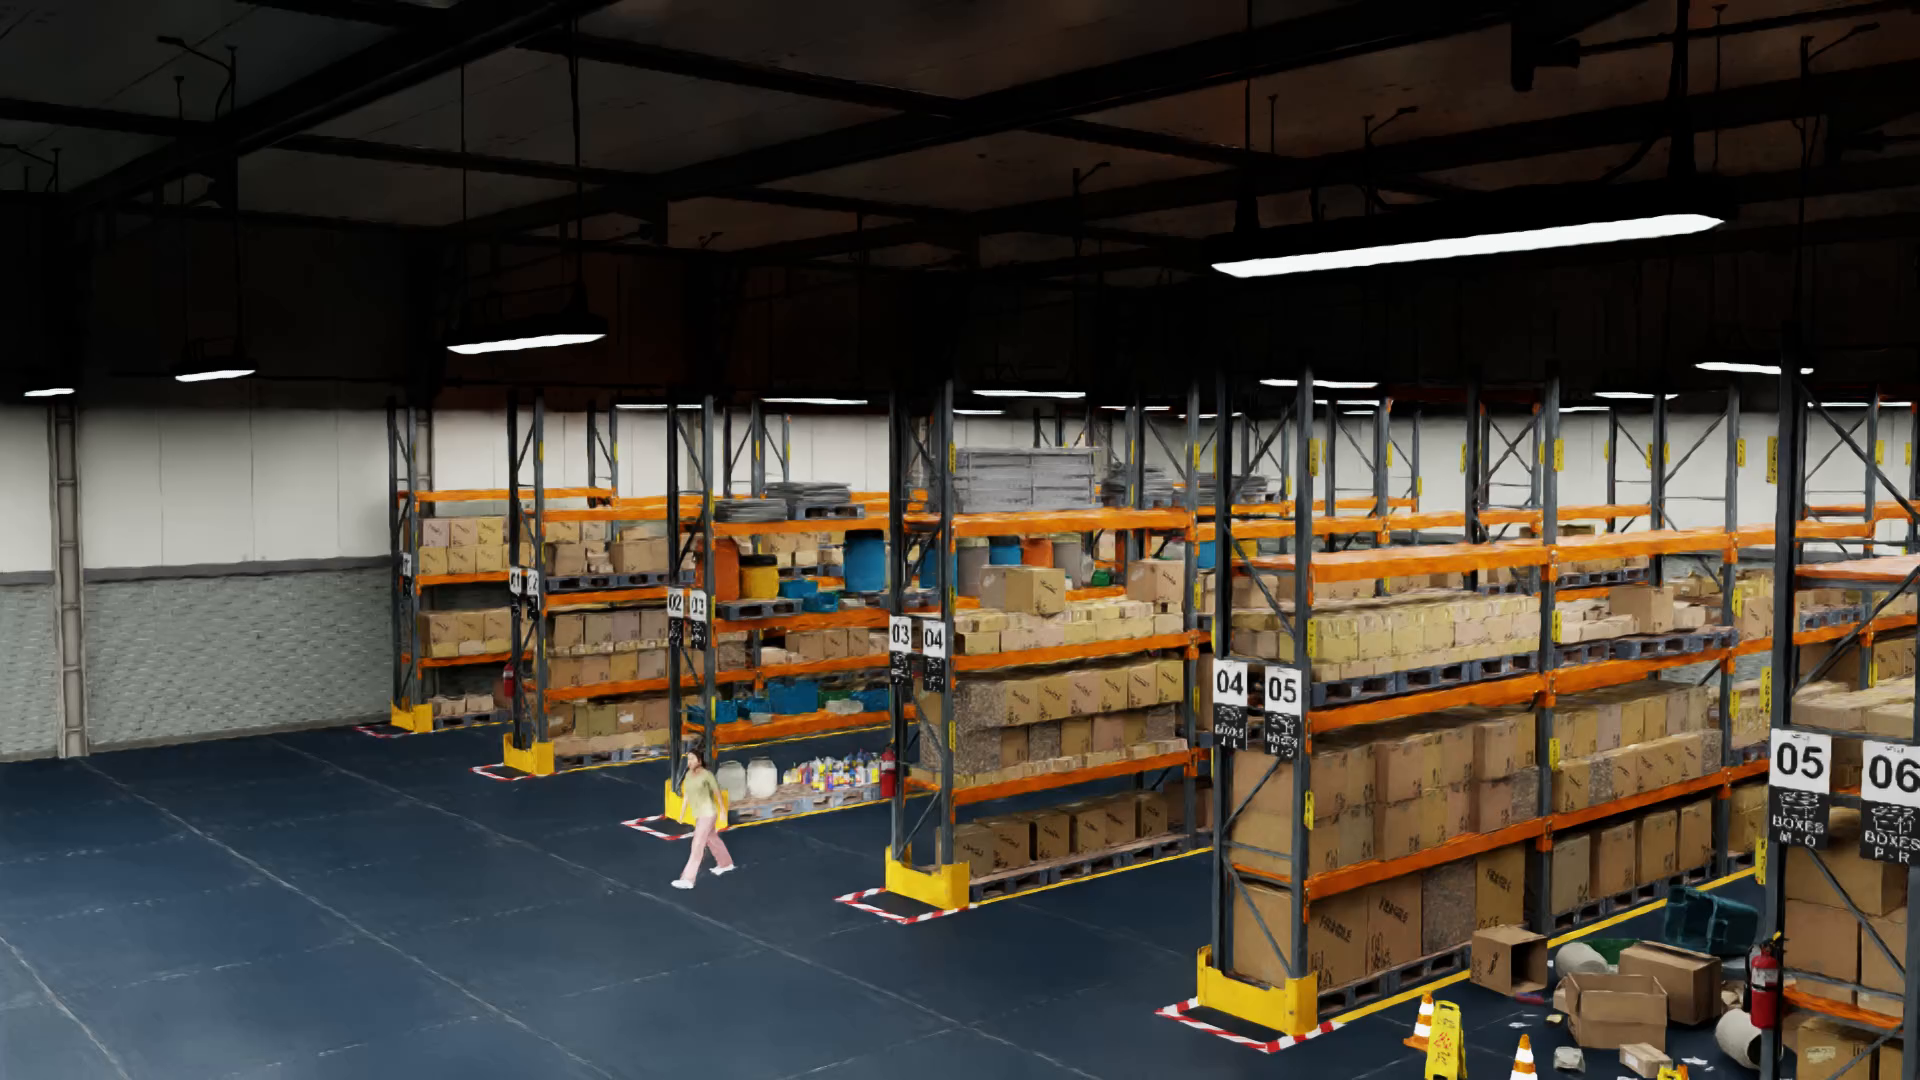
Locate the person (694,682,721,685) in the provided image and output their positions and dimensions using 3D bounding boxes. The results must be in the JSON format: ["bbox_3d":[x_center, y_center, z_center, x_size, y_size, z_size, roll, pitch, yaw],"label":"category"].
[{"bbox_3d":[-4.657,2.544,30.336,0.625,1.670,0.555,-1,3,-11],"label":"person"}]

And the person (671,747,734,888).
[{"bbox_3d":[-3.040,3.213,19.488,0.469,1.588,1.081,3,4,41],"label":"person"}]

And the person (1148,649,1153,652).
[{"bbox_3d":[4.372,1.973,39.971,0.544,1.732,0.729,-3,4,-42],"label":"person"}]
